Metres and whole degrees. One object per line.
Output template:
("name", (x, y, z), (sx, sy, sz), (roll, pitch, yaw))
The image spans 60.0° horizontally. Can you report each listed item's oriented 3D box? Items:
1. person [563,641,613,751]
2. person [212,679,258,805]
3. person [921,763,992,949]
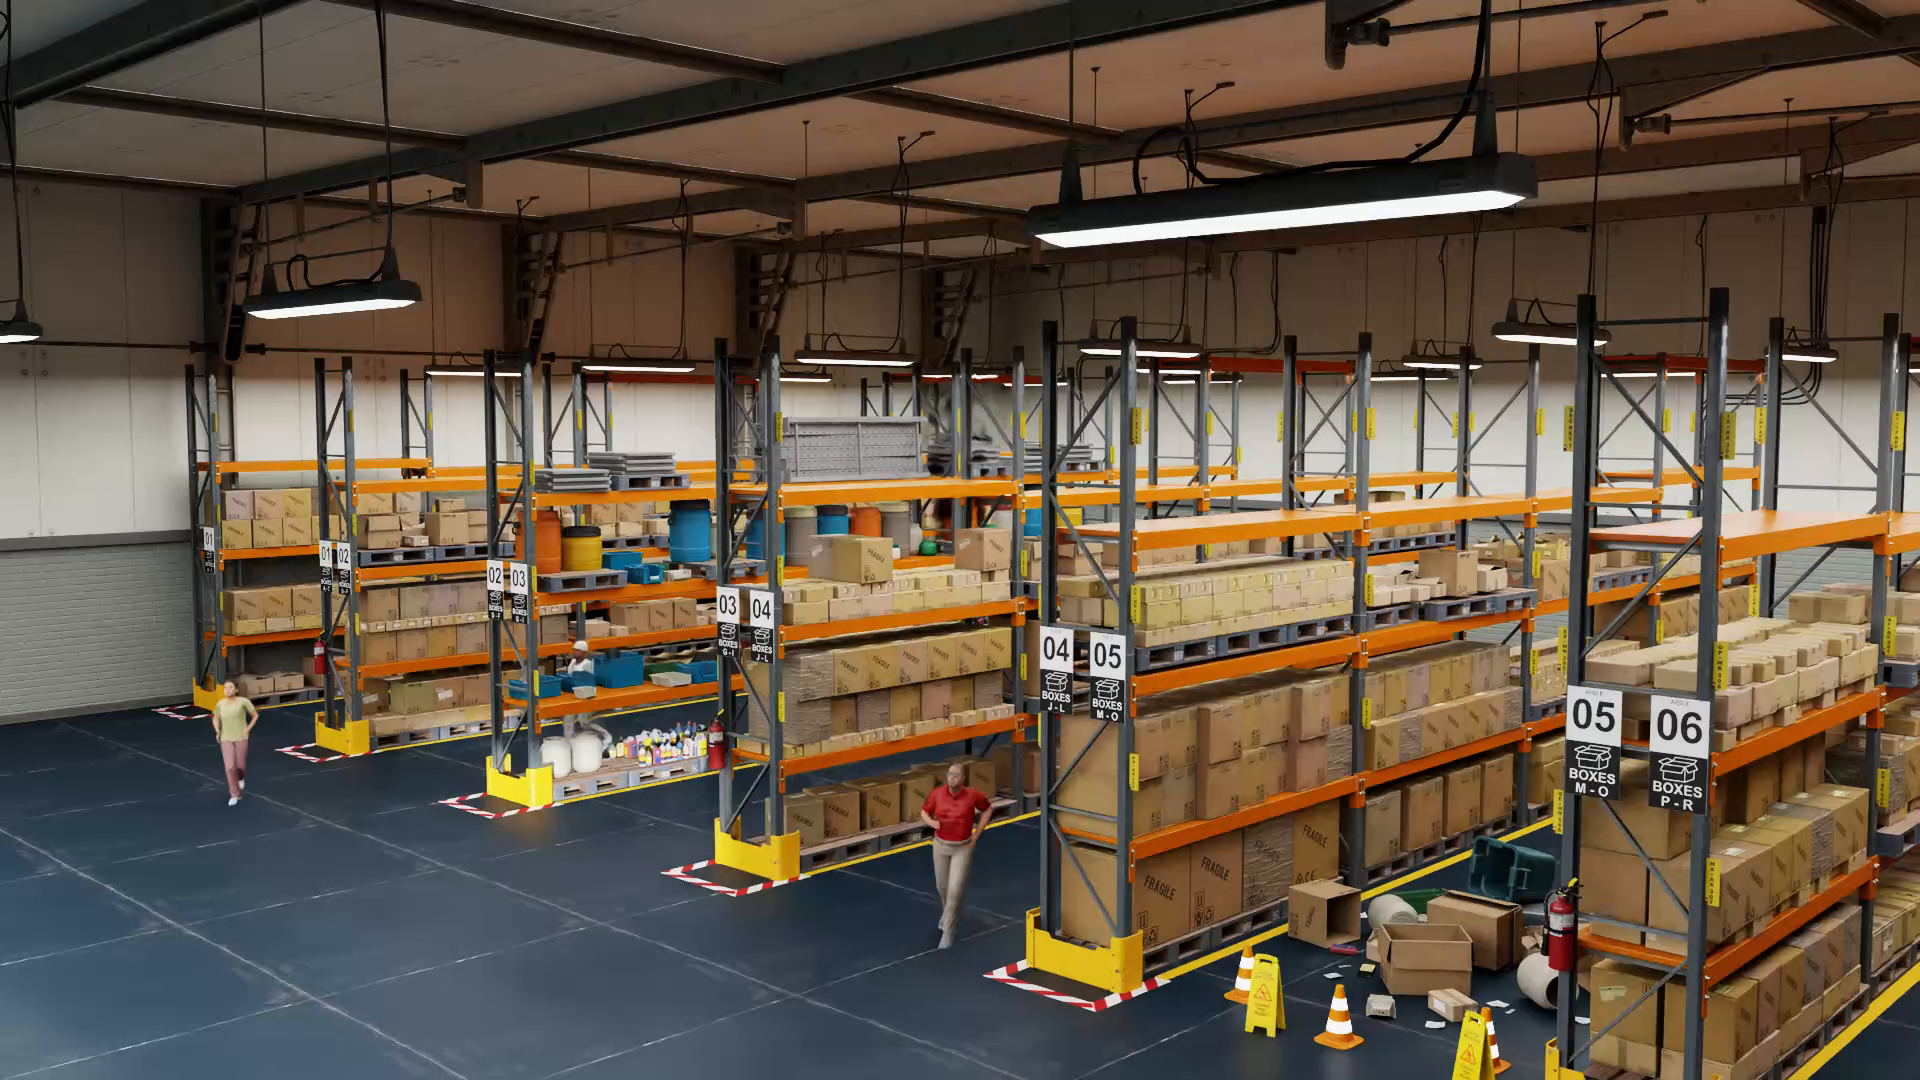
("person", (-5.608, 2.378, 24.644), (0.676, 1.791, 0.989), (4, 6, 43))
("person", (-9.650, 2.661, 22.138), (0.576, 1.646, 0.627), (-1, 4, -11))
("person", (-0.048, 3.076, 16.332), (0.672, 1.799, 0.760), (1, 5, 16))
